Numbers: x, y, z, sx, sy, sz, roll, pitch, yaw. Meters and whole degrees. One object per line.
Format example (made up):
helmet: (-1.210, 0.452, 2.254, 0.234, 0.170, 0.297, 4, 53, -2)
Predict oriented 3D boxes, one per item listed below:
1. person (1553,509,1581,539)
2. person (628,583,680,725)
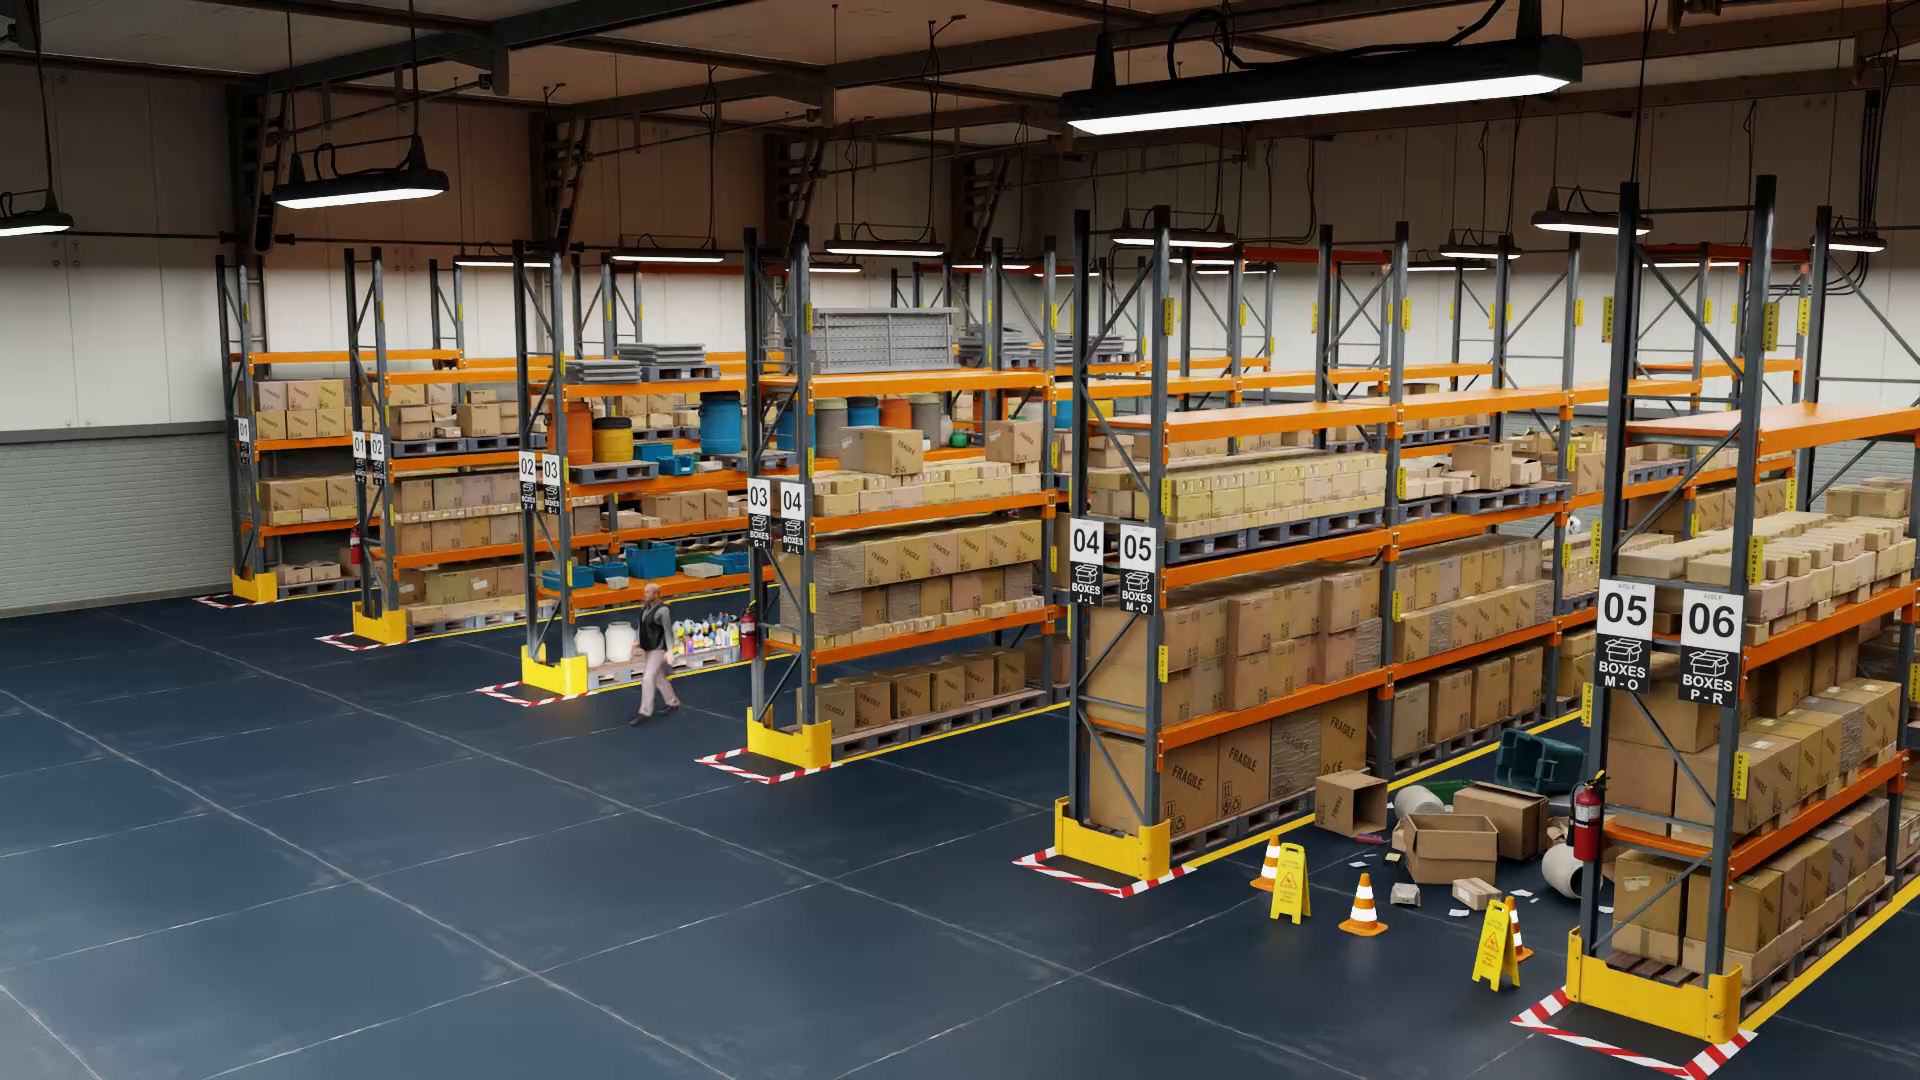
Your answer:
person: (10.863, 0.120, 29.773, 0.460, 1.634, 0.984, 6, 10, 35)
person: (-3.861, 1.387, 20.783, 0.844, 1.690, 0.622, -5, 10, -32)
